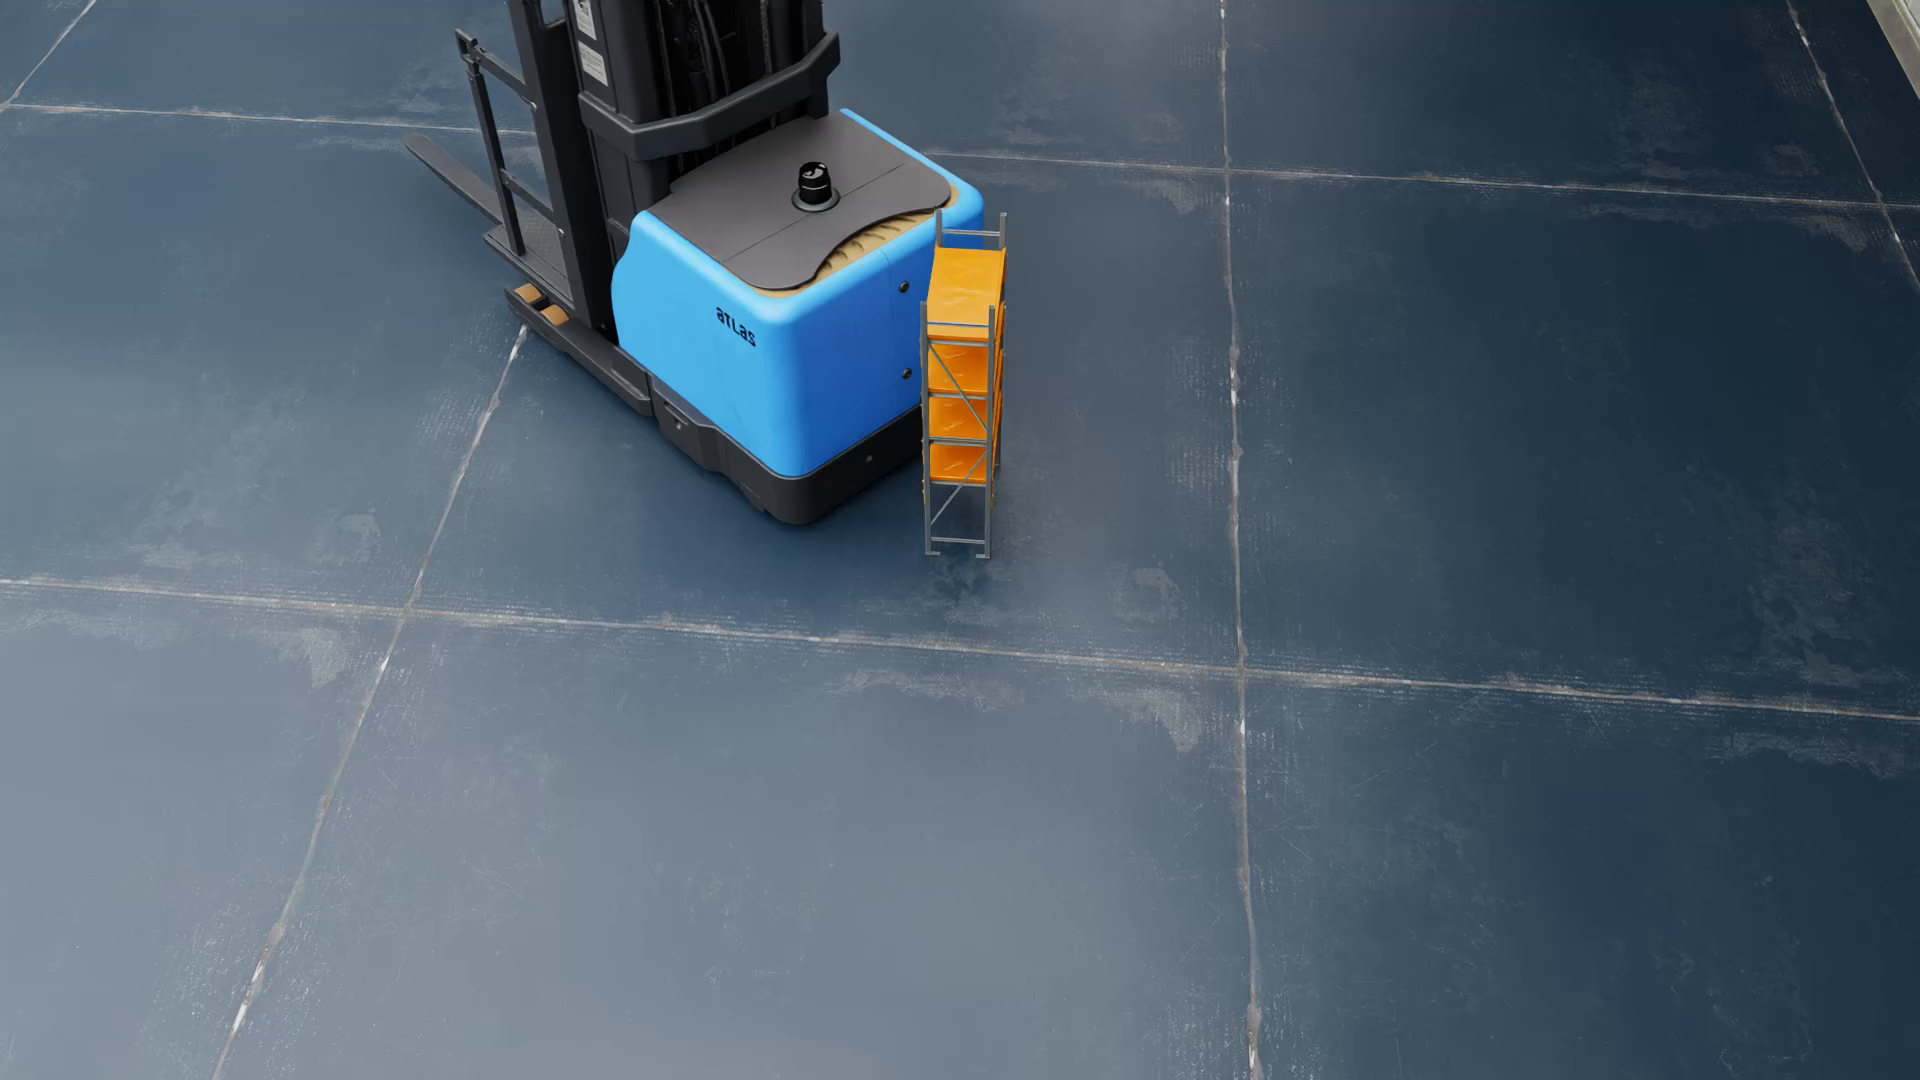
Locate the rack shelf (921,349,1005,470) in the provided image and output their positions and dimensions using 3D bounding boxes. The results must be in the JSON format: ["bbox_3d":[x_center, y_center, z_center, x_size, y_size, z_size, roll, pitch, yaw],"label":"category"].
[{"bbox_3d":[0.015,-0.481,5.968,0.258,0.148,0.480,4,48,4],"label":"rack shelf"}]

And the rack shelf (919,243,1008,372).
[{"bbox_3d":[0.015,-0.792,5.629,0.258,0.148,0.480,4,48,4],"label":"rack shelf"}]

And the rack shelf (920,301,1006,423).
[{"bbox_3d":[0.015,-0.632,5.803,0.258,0.148,0.480,4,48,4],"label":"rack shelf"}]

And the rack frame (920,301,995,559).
[{"bbox_3d":[-0.007,-0.347,5.755,0.240,1.200,0.015,4,48,4],"label":"rack frame"}]

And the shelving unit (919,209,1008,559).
[{"bbox_3d":[0.015,-0.527,5.919,0.258,1.200,0.503,4,48,4],"label":"shelving unit"}]

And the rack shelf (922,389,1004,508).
[{"bbox_3d":[0.015,-0.347,6.115,0.258,0.148,0.480,4,48,4],"label":"rack shelf"}]

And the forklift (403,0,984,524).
[{"bbox_3d":[-1.276,-2.042,6.132,1.130,2.935,3.031,-35,56,-28],"label":"forklift"}]

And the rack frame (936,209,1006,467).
[{"bbox_3d":[0.037,-0.706,6.083,0.240,1.200,0.015,4,48,4],"label":"rack frame"}]
